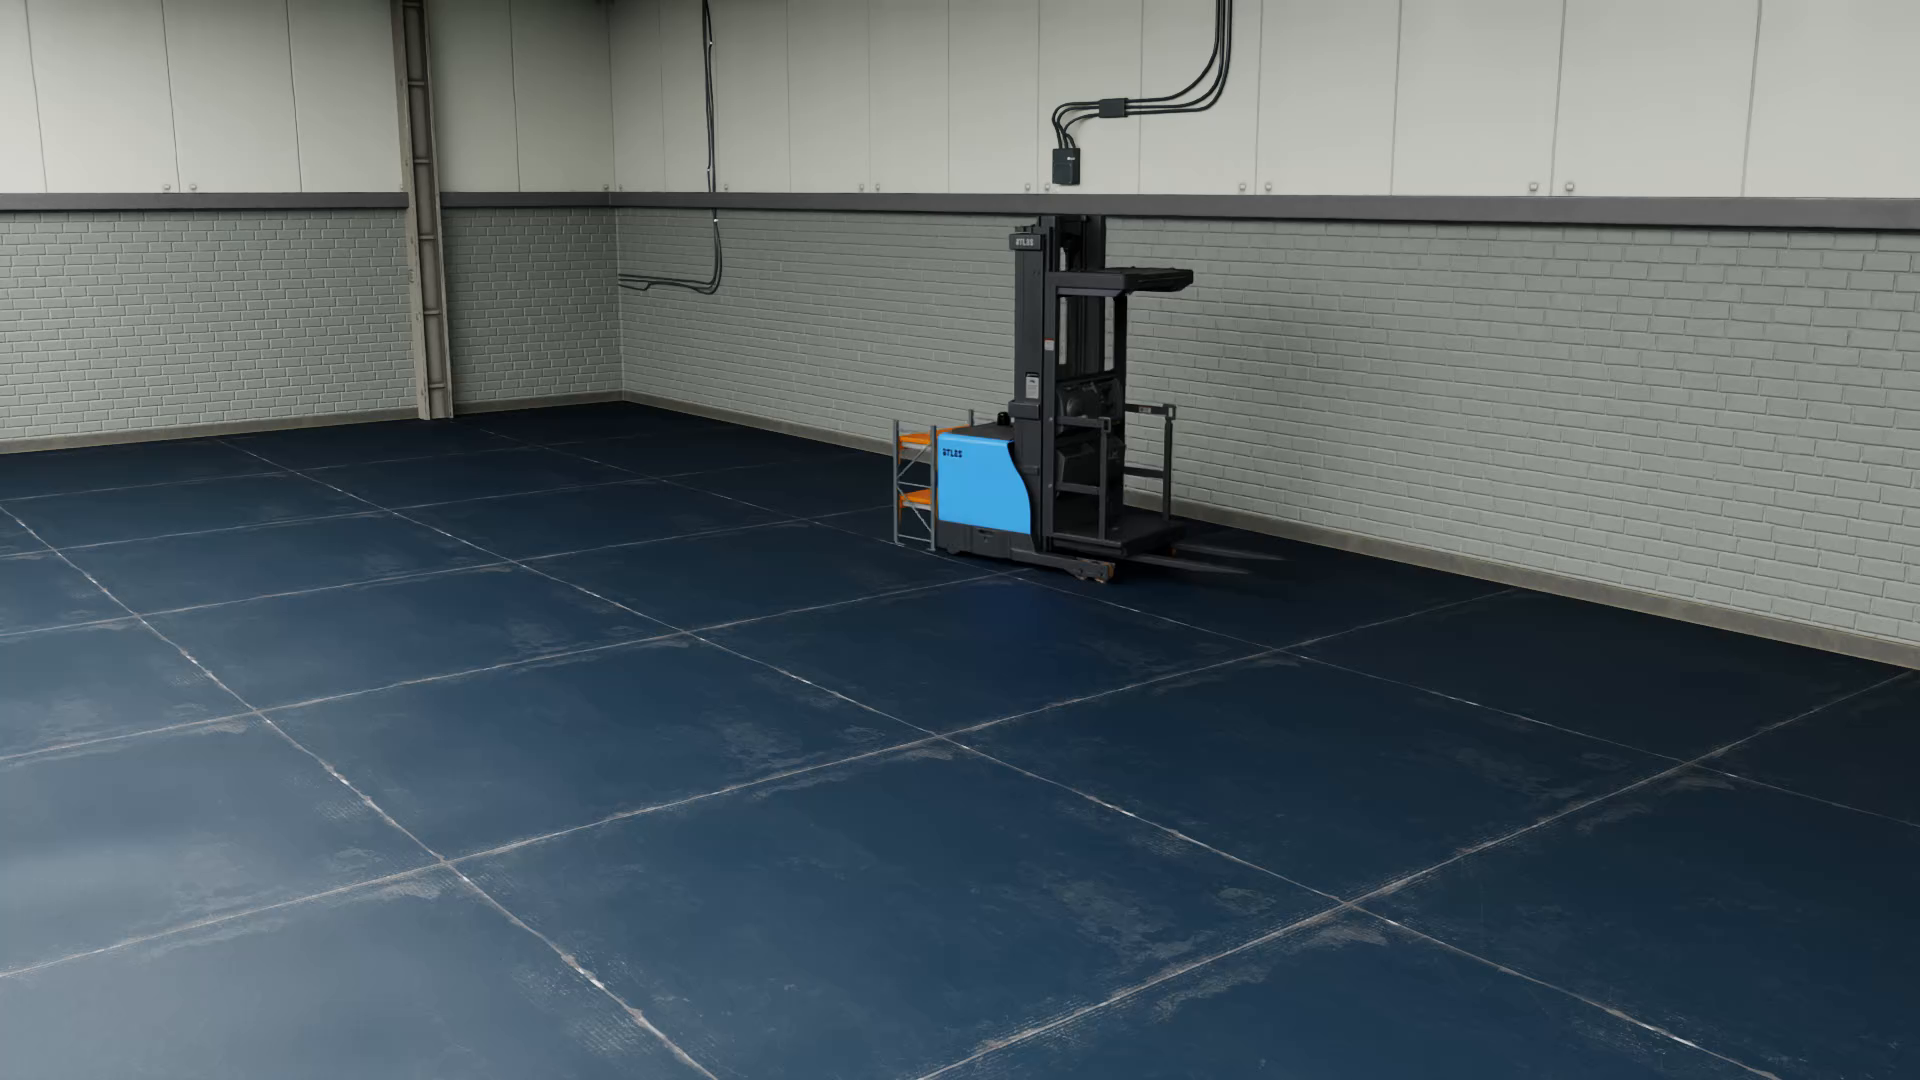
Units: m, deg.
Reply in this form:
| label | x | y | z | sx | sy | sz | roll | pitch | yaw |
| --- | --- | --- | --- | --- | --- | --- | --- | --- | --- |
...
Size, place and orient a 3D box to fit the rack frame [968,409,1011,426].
| label | x | y | z | sx | sy | sz | roll | pitch | yaw |
| --- | --- | --- | --- | --- | --- | --- | --- | --- | --- |
| rack frame | 0.275 | -0.648 | 15.592 | 0.500 | 1.125 | 0.032 | 11 | 16 | 41 |

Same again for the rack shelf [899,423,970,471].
| label | x | y | z | sx | sy | sz | roll | pitch | yaw |
| --- | --- | --- | --- | --- | --- | --- | --- | --- | --- |
| rack shelf | -0.065 | -0.855 | 15.161 | 0.538 | 0.278 | 1.000 | 11 | 16 | 41 |

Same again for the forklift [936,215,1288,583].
| label | x | y | z | sx | sy | sz | roll | pitch | yaw |
| --- | --- | --- | --- | --- | --- | --- | --- | --- | --- |
| forklift | 1.262 | -1.206 | 13.871 | 3.031 | 2.935 | 1.130 | 9 | 15 | 37 |

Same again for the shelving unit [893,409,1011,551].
| label | x | y | z | sx | sy | sz | roll | pitch | yaw |
| --- | --- | --- | --- | --- | --- | --- | --- | --- | --- |
| shelving unit | -0.065 | -0.569 | 15.222 | 0.538 | 1.125 | 1.048 | 11 | 16 | 41 |

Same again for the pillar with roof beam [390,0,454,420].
| label | x | y | z | sx | sy | sz | roll | pitch | yaw |
| --- | --- | --- | --- | --- | --- | --- | --- | --- | --- |
| pillar with roof beam | -4.663 | -5.421 | 19.113 | 0.400 | 9.000 | 9.100 | -9 | 15 | -38 |

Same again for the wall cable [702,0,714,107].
| label | x | y | z | sx | sy | sz | roll | pitch | yaw |
| --- | --- | --- | --- | --- | --- | --- | --- | --- | --- |
| wall cable | -2.536 | -6.799 | 20.923 | 0.112 | 2.526 | 3.097 | -9 | 15 | -38 |

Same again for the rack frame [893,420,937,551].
| label | x | y | z | sx | sy | sz | roll | pitch | yaw |
| --- | --- | --- | --- | --- | --- | --- | --- | --- | --- |
| rack frame | -0.404 | -0.490 | 14.852 | 0.500 | 1.125 | 0.032 | 11 | 16 | 41 |

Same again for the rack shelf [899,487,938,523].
| label | x | y | z | sx | sy | sz | roll | pitch | yaw |
| --- | --- | --- | --- | --- | --- | --- | --- | --- | --- |
| rack shelf | -0.065 | -0.330 | 15.273 | 0.538 | 0.278 | 1.000 | 11 | 16 | 41 |

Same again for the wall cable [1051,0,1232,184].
| label | x | y | z | sx | sy | sz | roll | pitch | yaw |
| --- | --- | --- | --- | --- | --- | --- | --- | --- | --- |
| wall cable | 1.693 | -6.408 | 15.577 | 0.169 | 6.003 | 2.305 | -9 | 15 | -38 |

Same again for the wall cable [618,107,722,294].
| label | x | y | z | sx | sy | sz | roll | pitch | yaw |
| --- | --- | --- | --- | --- | --- | --- | --- | --- | --- |
| wall cable | -4.226 | -4.768 | 23.514 | 0.112 | 2.526 | 3.097 | -9 | 15 | -38 |
